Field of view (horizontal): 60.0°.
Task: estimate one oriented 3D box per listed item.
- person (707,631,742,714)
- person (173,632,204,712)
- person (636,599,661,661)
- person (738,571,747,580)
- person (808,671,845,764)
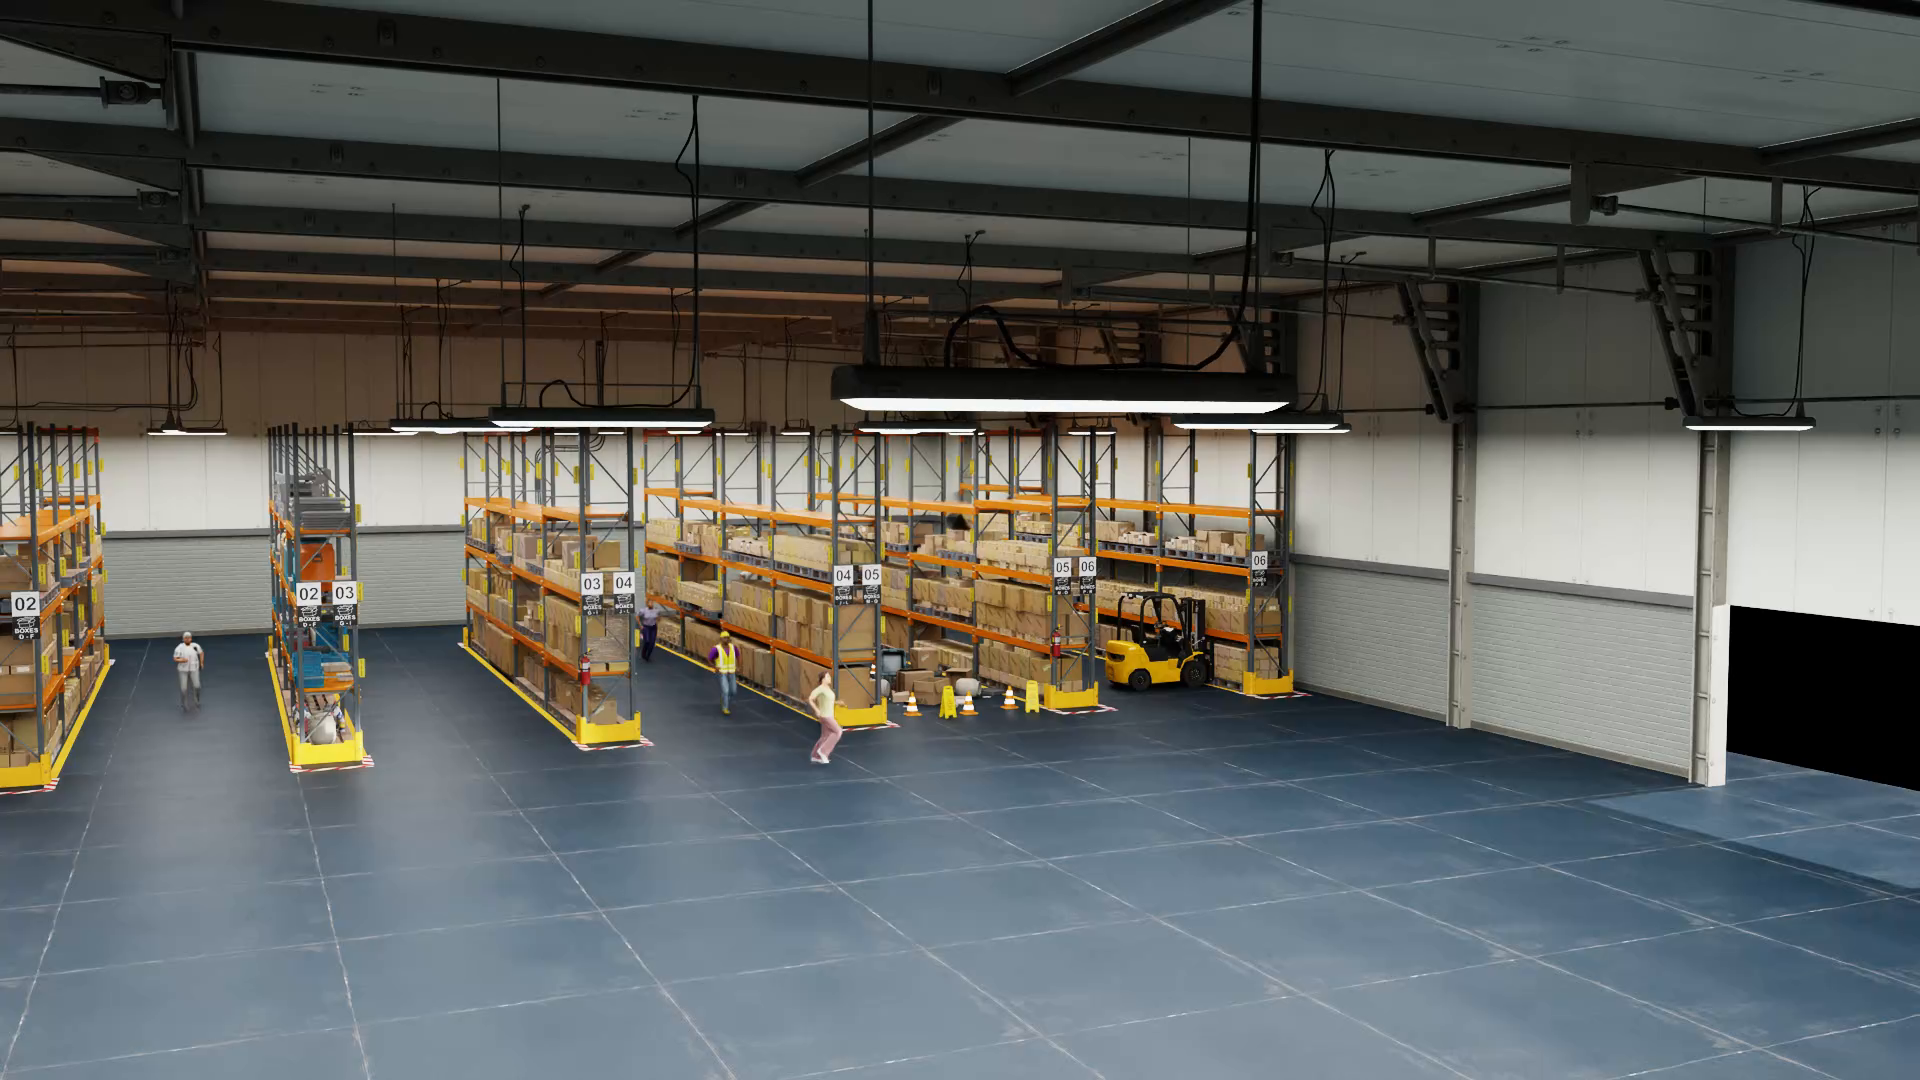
[{"bbox_3d":[-4.900,2.749,34.591,0.749,1.724,0.622,-2,4,-32],"label":"person"},{"bbox_3d":[-16.148,2.774,34.846,0.605,1.698,0.702,-2,4,-29],"label":"person"},{"bbox_3d":[-7.948,2.313,42.634,0.603,1.603,0.605,-2,4,-30],"label":"person"},{"bbox_3d":[-6.588,1.789,50.335,0.610,1.722,0.660,-1,4,-22],"label":"person"},{"bbox_3d":[-2.324,3.102,29.153,0.626,1.638,0.558,1,4,9],"label":"person"}]
